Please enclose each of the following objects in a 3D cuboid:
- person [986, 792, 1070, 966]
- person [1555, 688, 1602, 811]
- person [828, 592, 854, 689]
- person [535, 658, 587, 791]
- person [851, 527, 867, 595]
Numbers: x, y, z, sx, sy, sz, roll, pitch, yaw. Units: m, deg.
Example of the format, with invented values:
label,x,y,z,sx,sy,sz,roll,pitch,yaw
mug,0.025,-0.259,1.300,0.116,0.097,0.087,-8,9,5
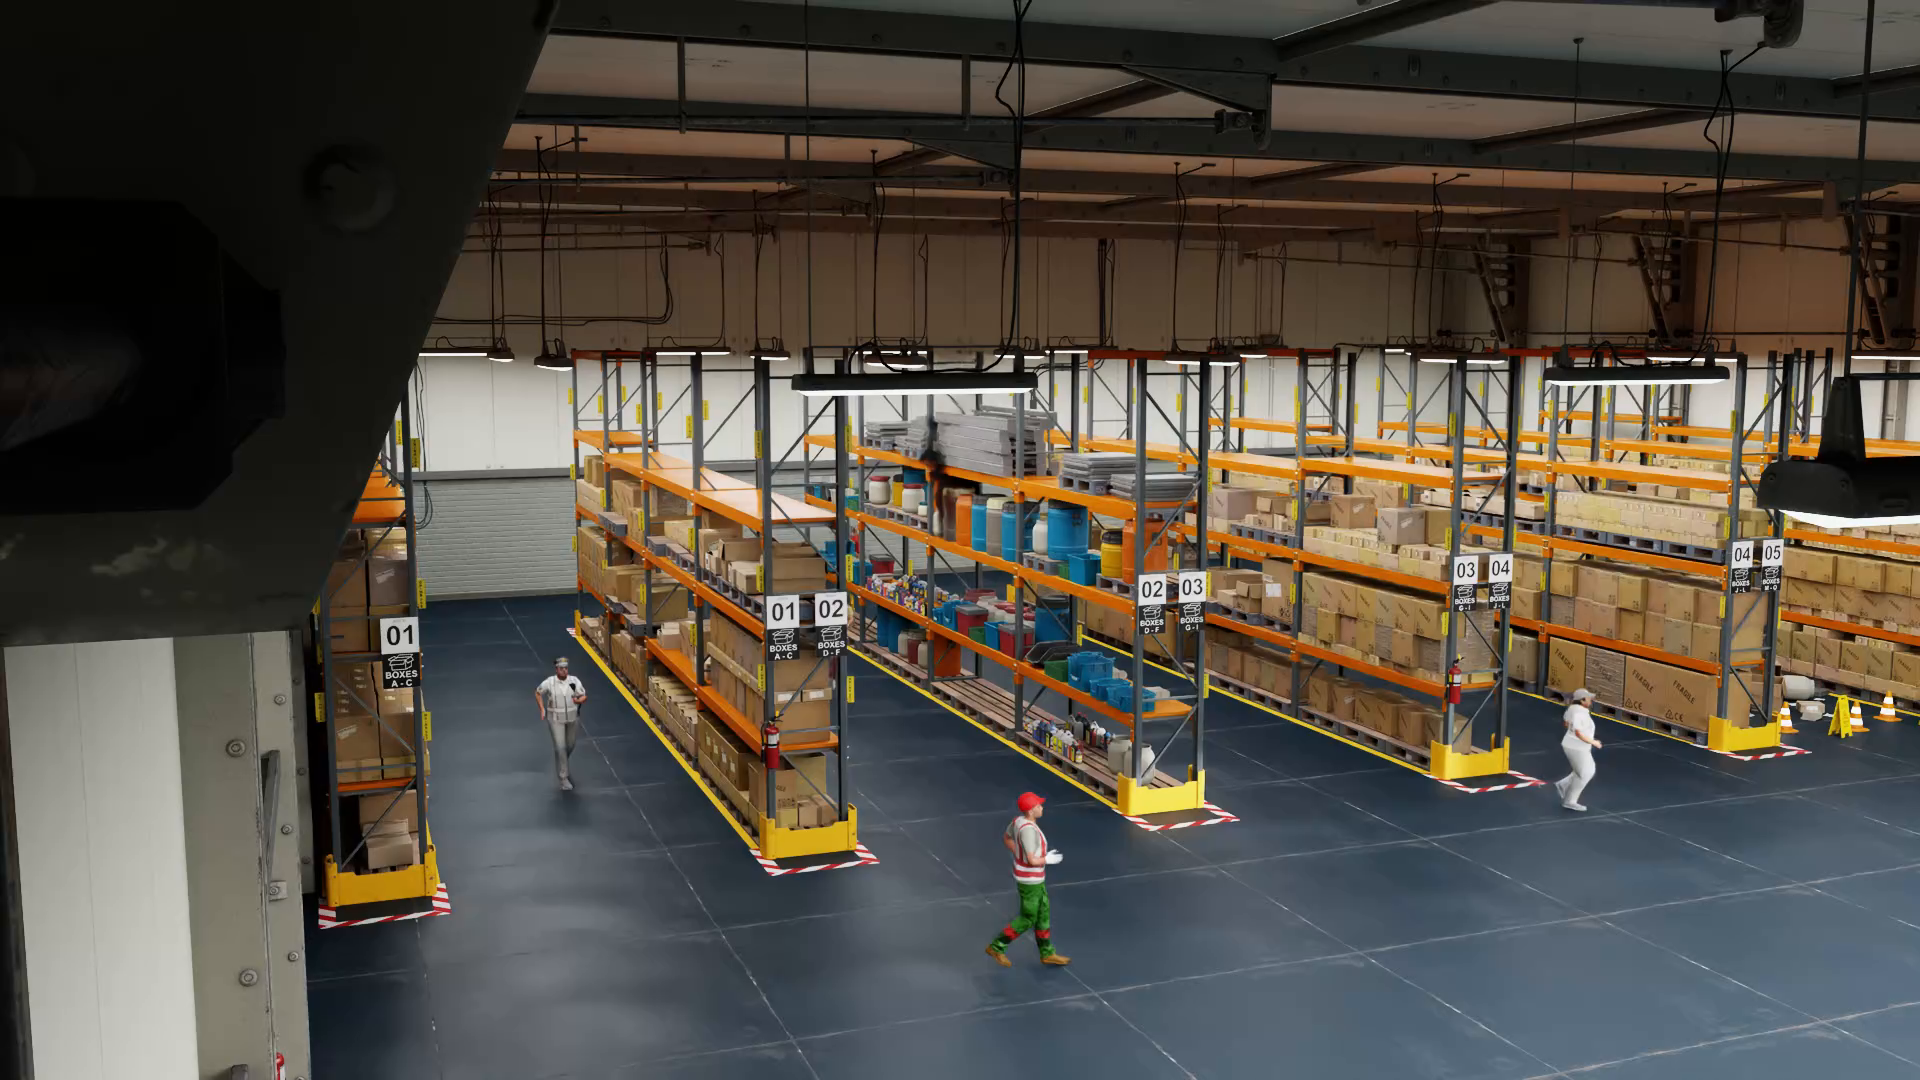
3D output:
label,x,y,z,sx,sy,sz,roll,pitch,yaw
person,0.686,3.378,16.530,0.857,1.784,0.673,0,7,-4
person,8.245,2.783,22.148,0.546,1.634,0.623,2,7,14
person,-2.092,1.691,28.538,0.567,1.708,0.690,-3,8,-25
person,-5.576,2.530,23.389,0.656,1.796,0.935,-4,8,-30
person,-2.519,0.528,40.072,0.644,1.690,0.669,-1,7,-7
